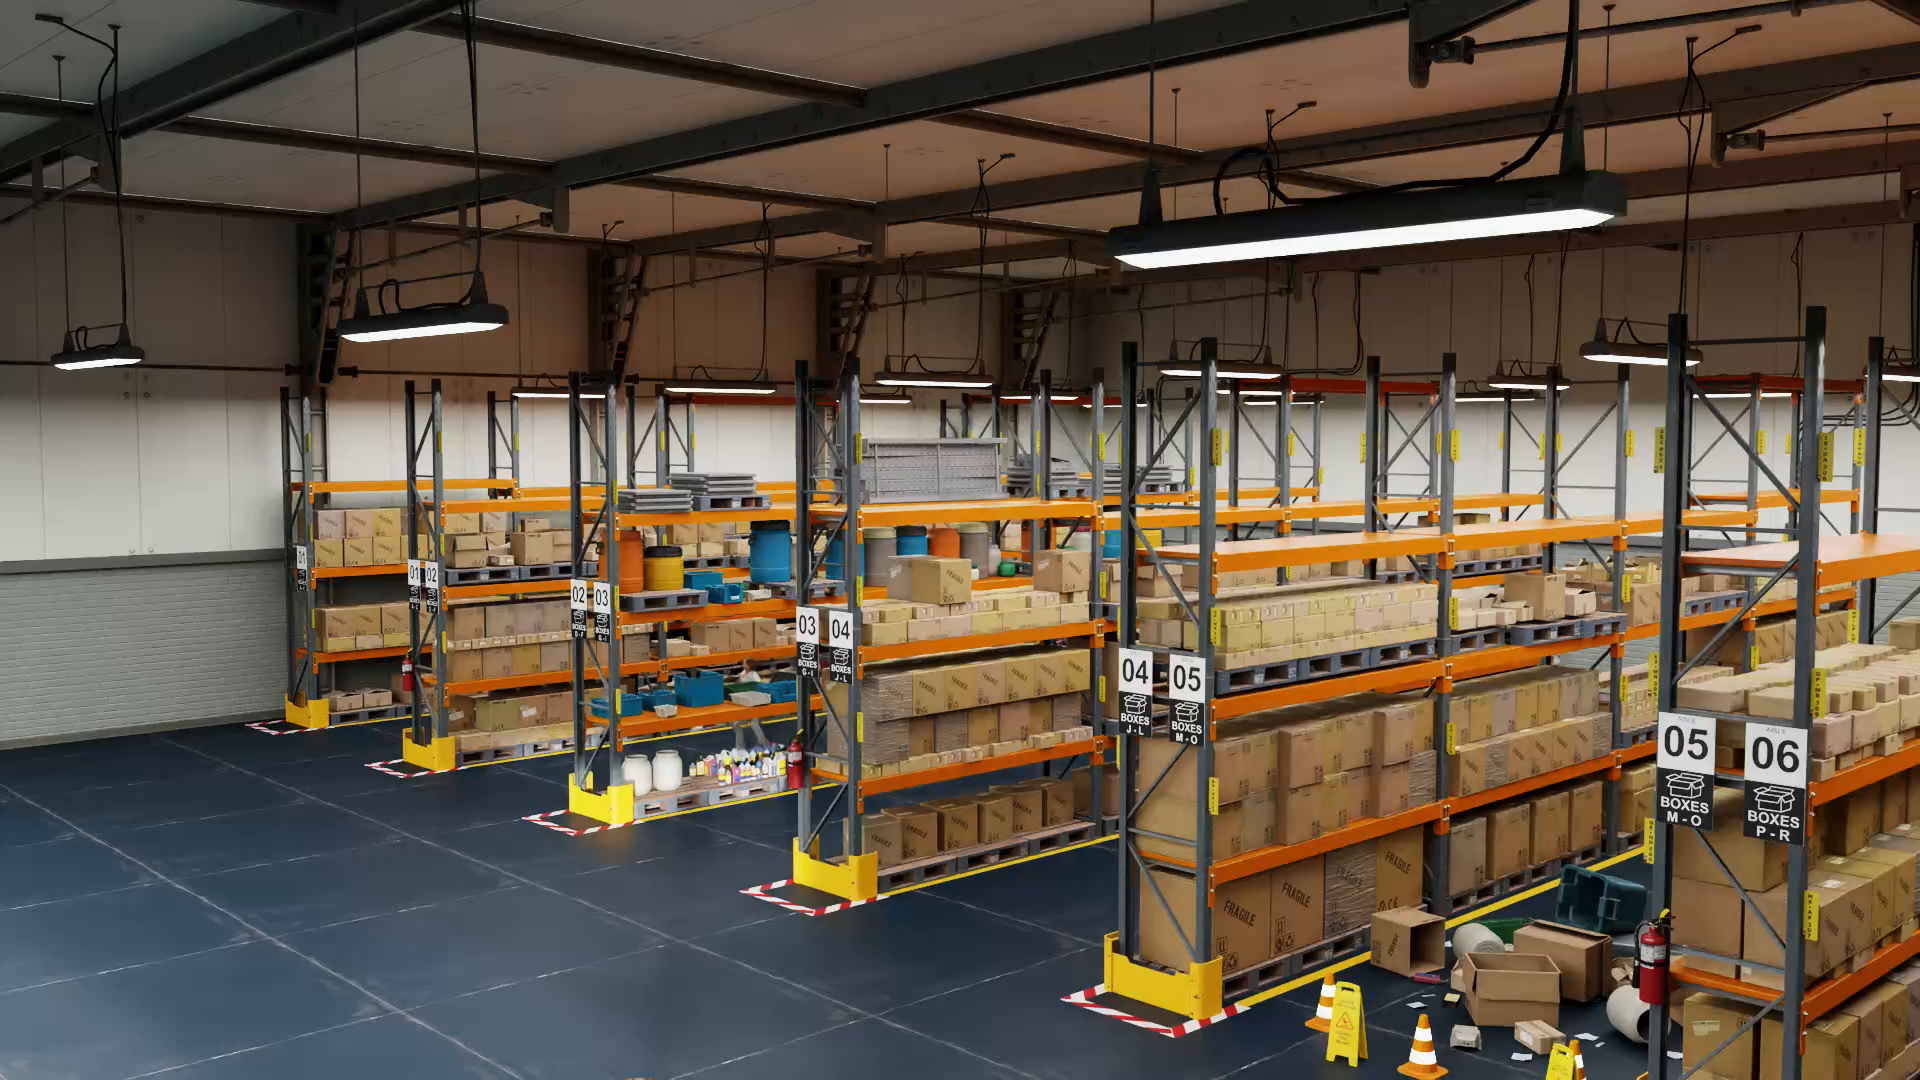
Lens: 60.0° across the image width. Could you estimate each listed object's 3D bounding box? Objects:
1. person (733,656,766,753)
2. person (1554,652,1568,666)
[{"bbox_3d":[-3.380,2.670,26.513,0.503,1.644,0.710,2,4,32],"label":"person"},{"bbox_3d":[10.913,2.312,30.901,0.669,1.760,0.868,-2,4,-30],"label":"person"}]
